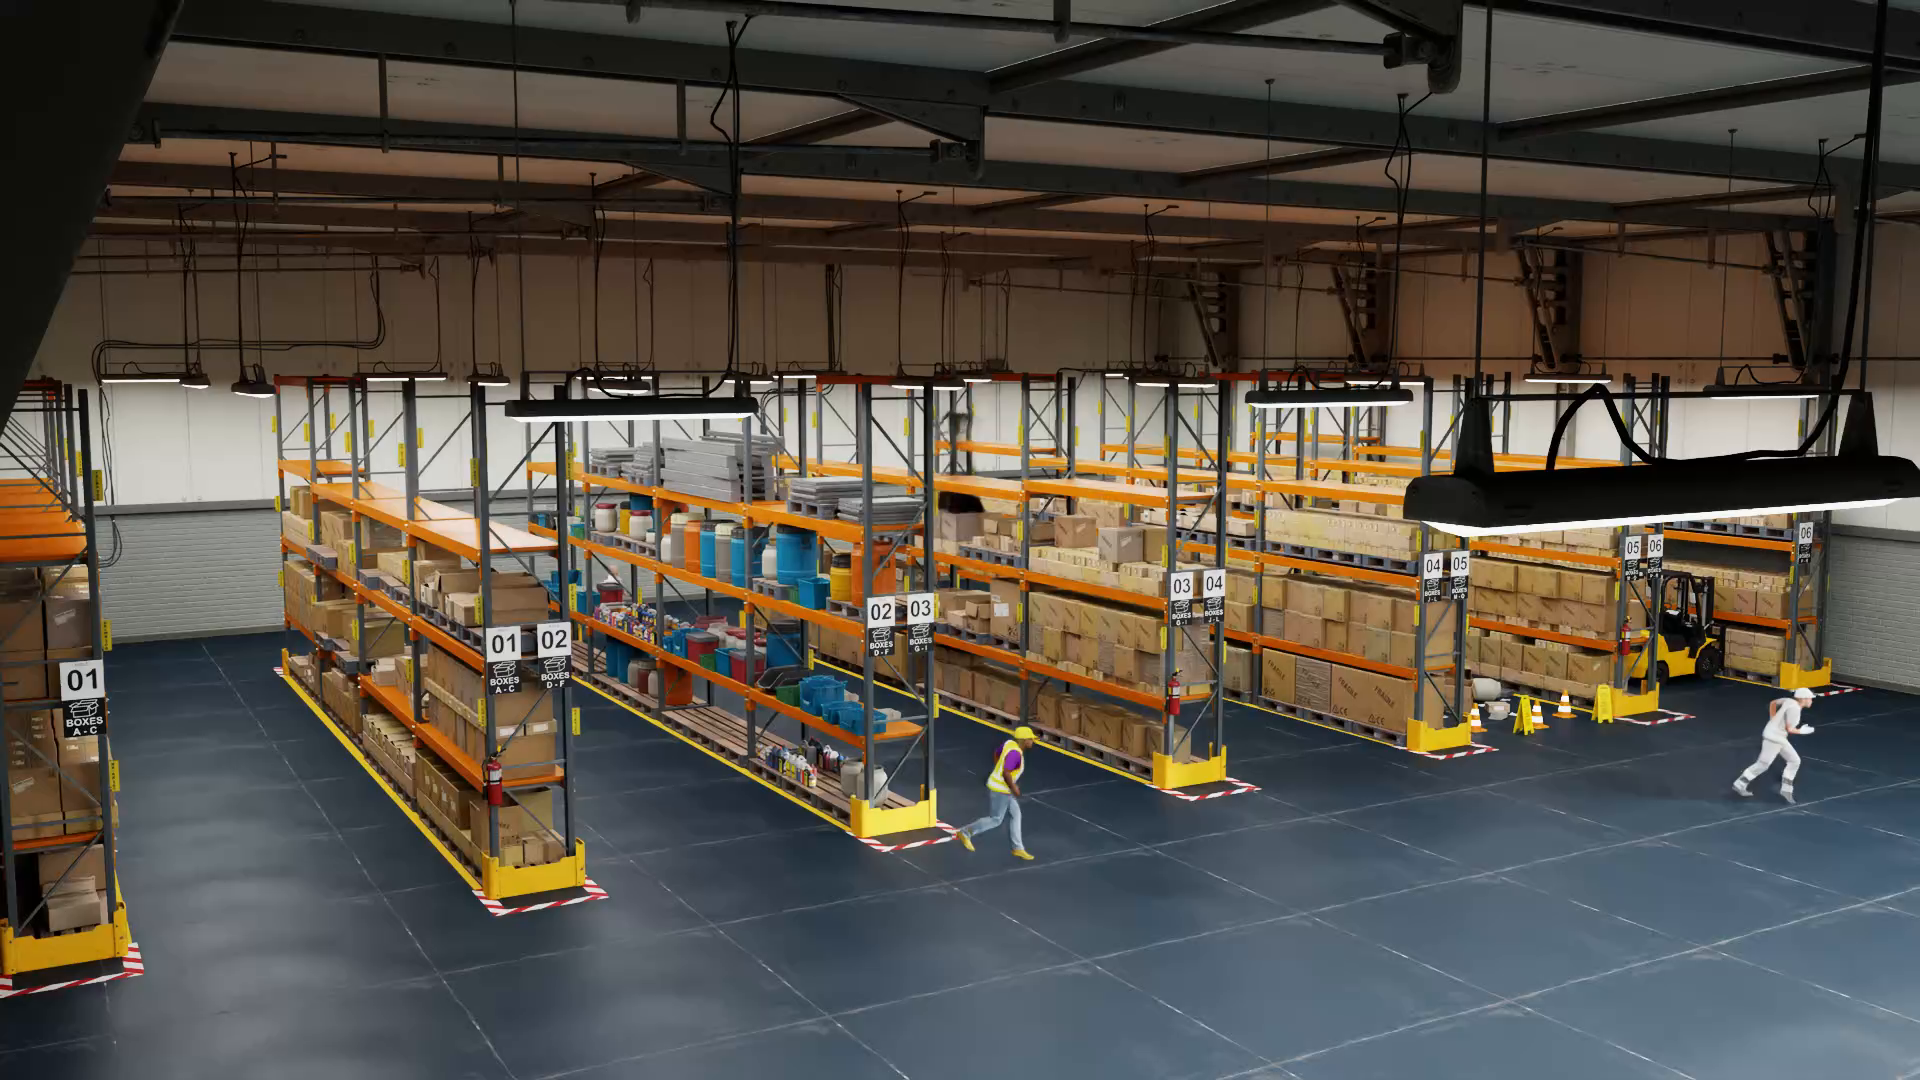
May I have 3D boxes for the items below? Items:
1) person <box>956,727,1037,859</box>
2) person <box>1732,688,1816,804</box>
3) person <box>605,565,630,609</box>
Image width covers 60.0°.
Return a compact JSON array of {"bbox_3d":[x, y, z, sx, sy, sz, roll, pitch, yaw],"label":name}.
[{"bbox_3d":[0.460,3.212,21.049,1.029,1.708,0.722,-1,6,-9],"label":"person"},{"bbox_3d":[11.618,2.929,23.751,1.026,1.721,0.707,3,7,22],"label":"person"},{"bbox_3d":[-7.683,1.403,37.185,0.929,1.722,0.774,1,6,5],"label":"person"}]
